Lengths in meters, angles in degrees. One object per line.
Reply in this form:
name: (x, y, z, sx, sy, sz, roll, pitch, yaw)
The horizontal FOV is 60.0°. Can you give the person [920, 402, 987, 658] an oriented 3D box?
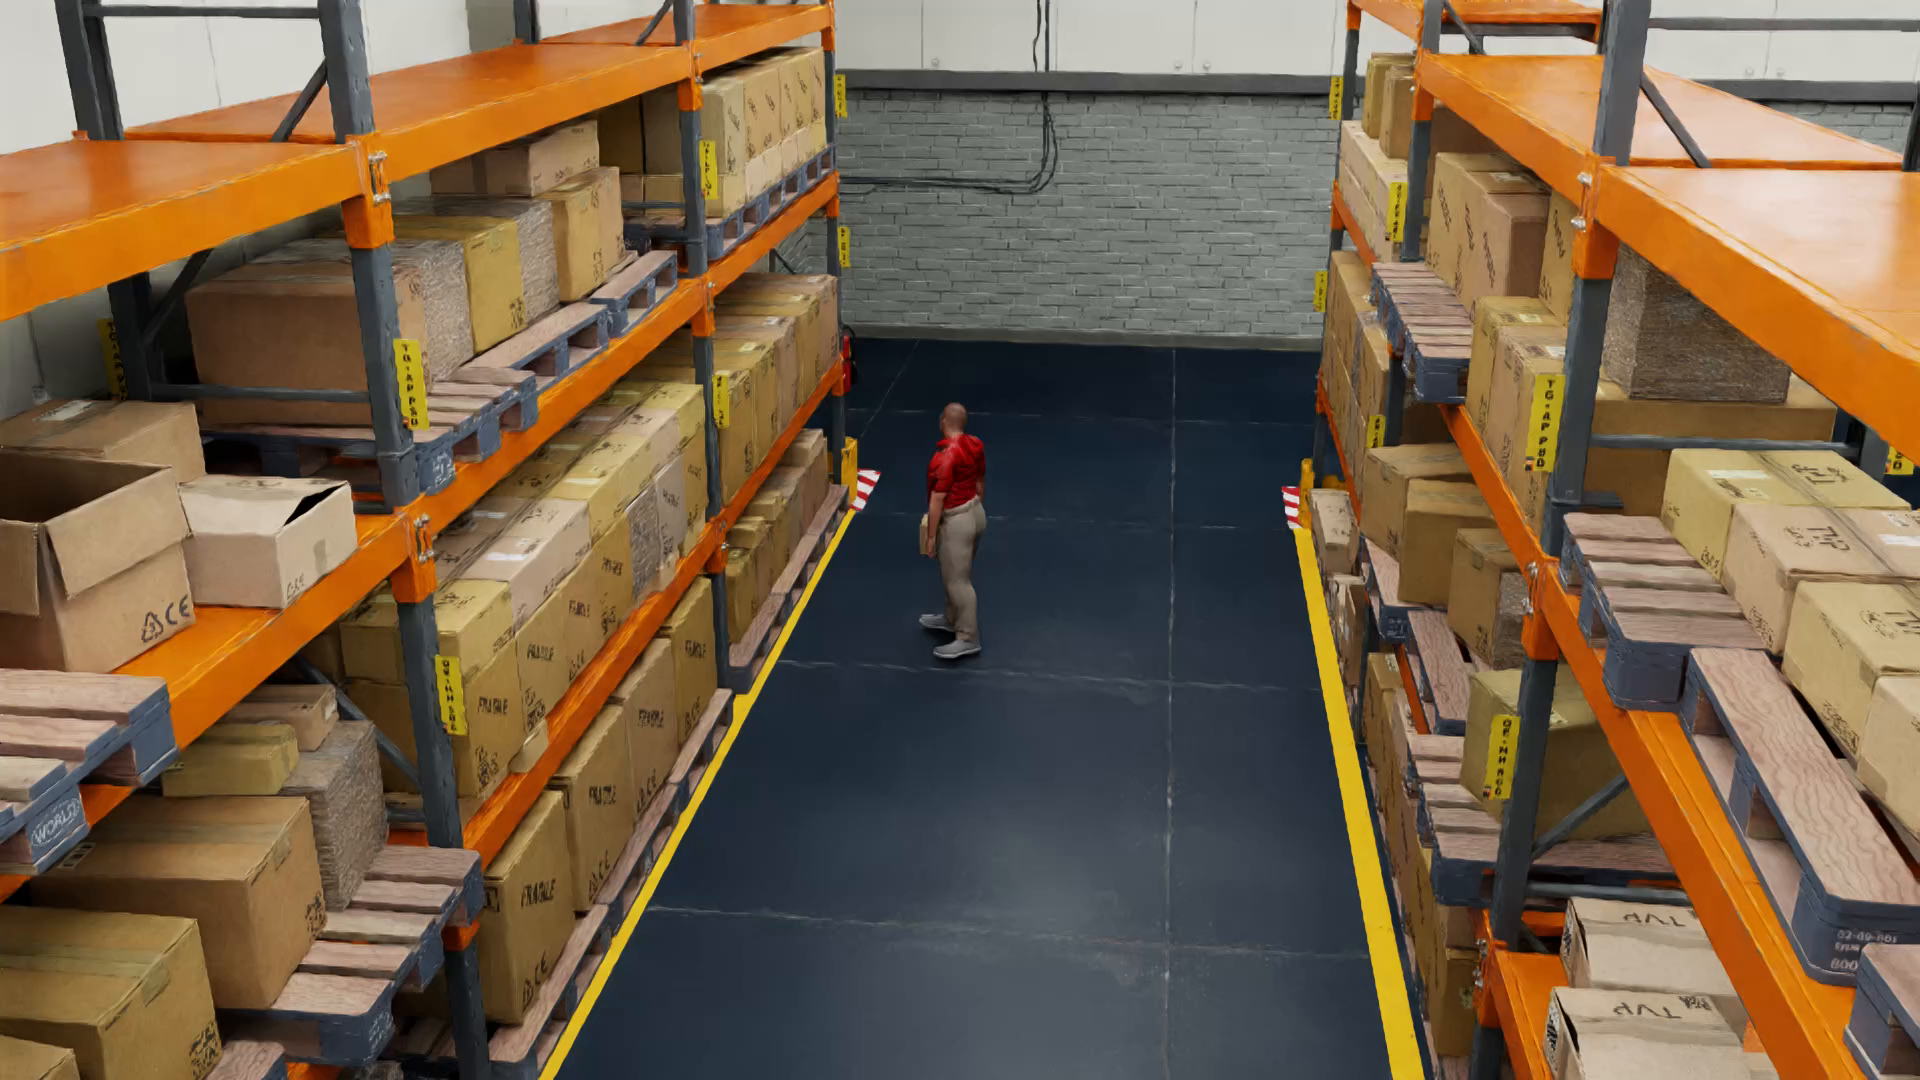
person: (-0.068, -0.114, 11.338, 0.588, 1.724, 0.652, 10, 23, 24)
